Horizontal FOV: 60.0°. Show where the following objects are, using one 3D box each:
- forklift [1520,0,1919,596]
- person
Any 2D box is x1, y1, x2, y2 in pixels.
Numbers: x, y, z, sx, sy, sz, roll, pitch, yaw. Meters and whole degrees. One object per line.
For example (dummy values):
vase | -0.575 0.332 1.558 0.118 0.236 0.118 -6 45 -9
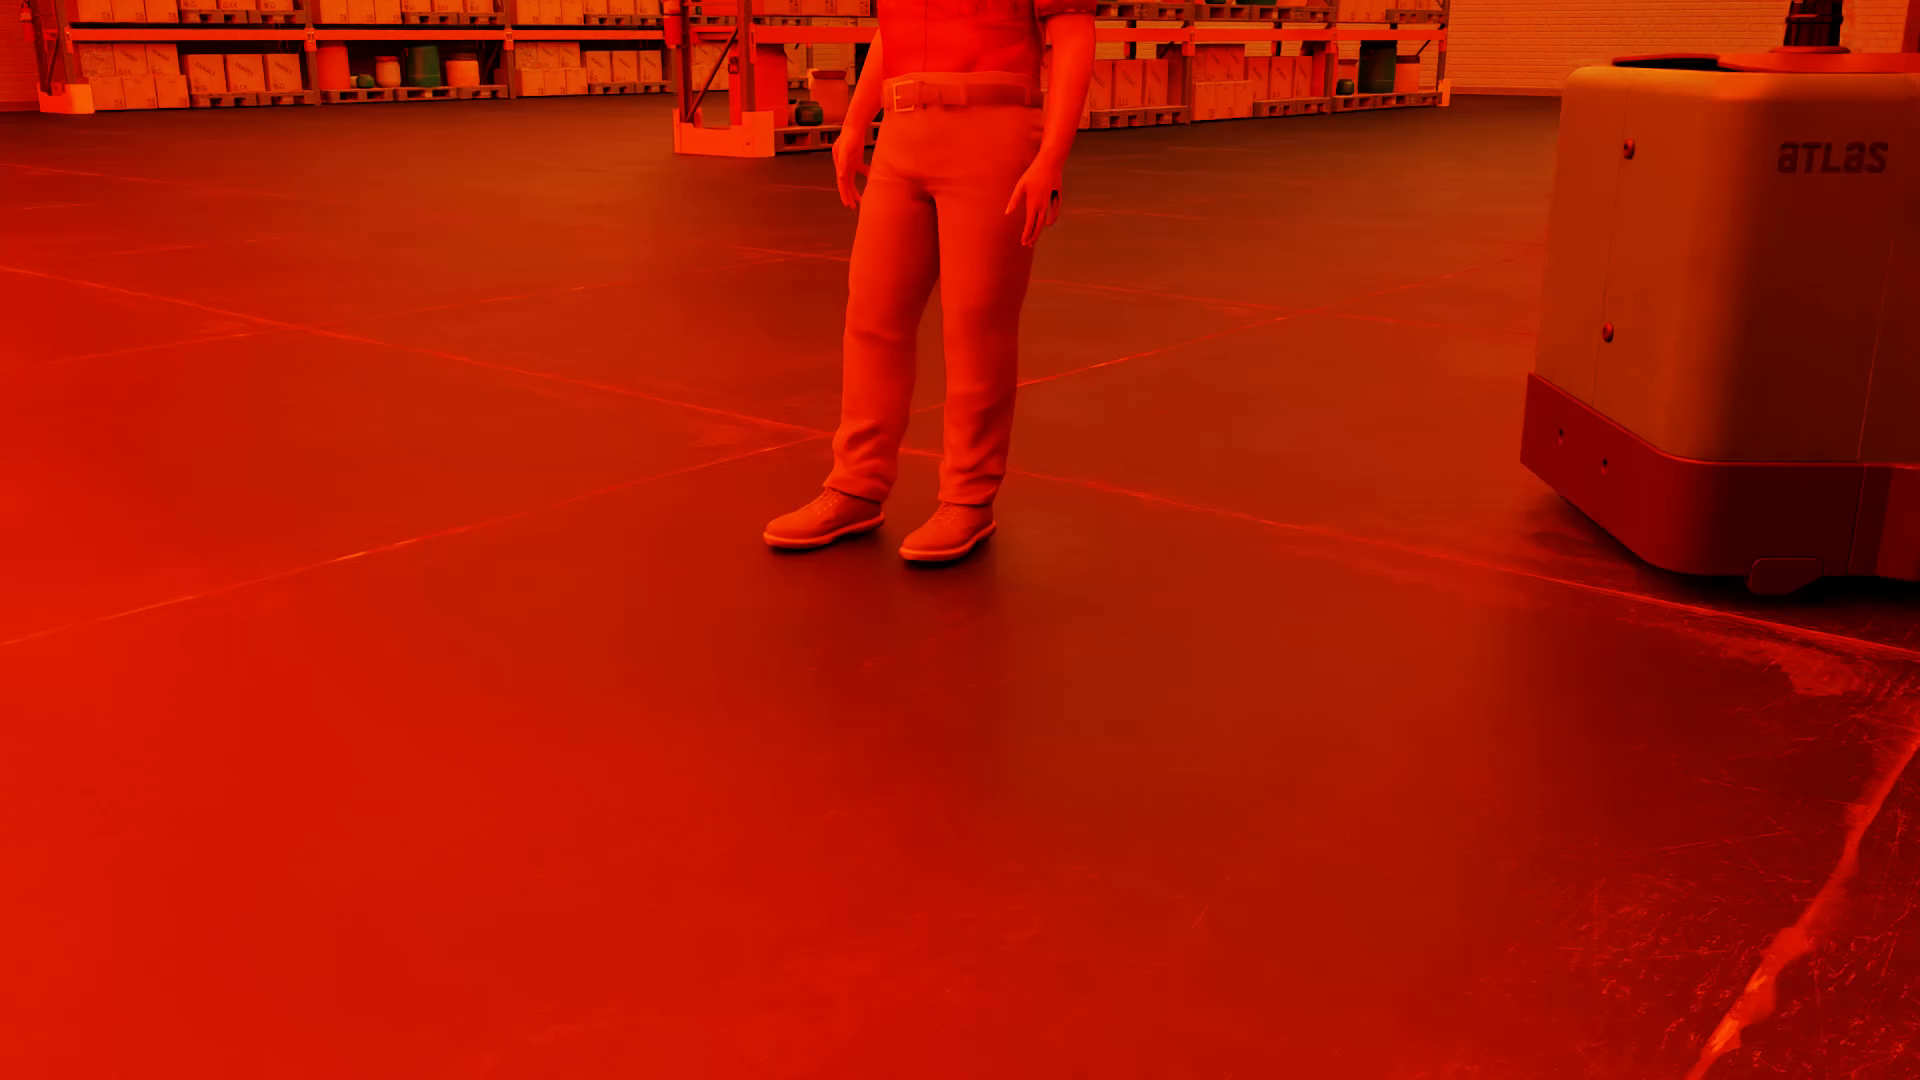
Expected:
forklift | 2.978 -1.405 3.526 3.031 2.935 1.130 0 17 1
person | -0.067 -0.816 3.630 0.640 1.727 0.551 13 21 37
